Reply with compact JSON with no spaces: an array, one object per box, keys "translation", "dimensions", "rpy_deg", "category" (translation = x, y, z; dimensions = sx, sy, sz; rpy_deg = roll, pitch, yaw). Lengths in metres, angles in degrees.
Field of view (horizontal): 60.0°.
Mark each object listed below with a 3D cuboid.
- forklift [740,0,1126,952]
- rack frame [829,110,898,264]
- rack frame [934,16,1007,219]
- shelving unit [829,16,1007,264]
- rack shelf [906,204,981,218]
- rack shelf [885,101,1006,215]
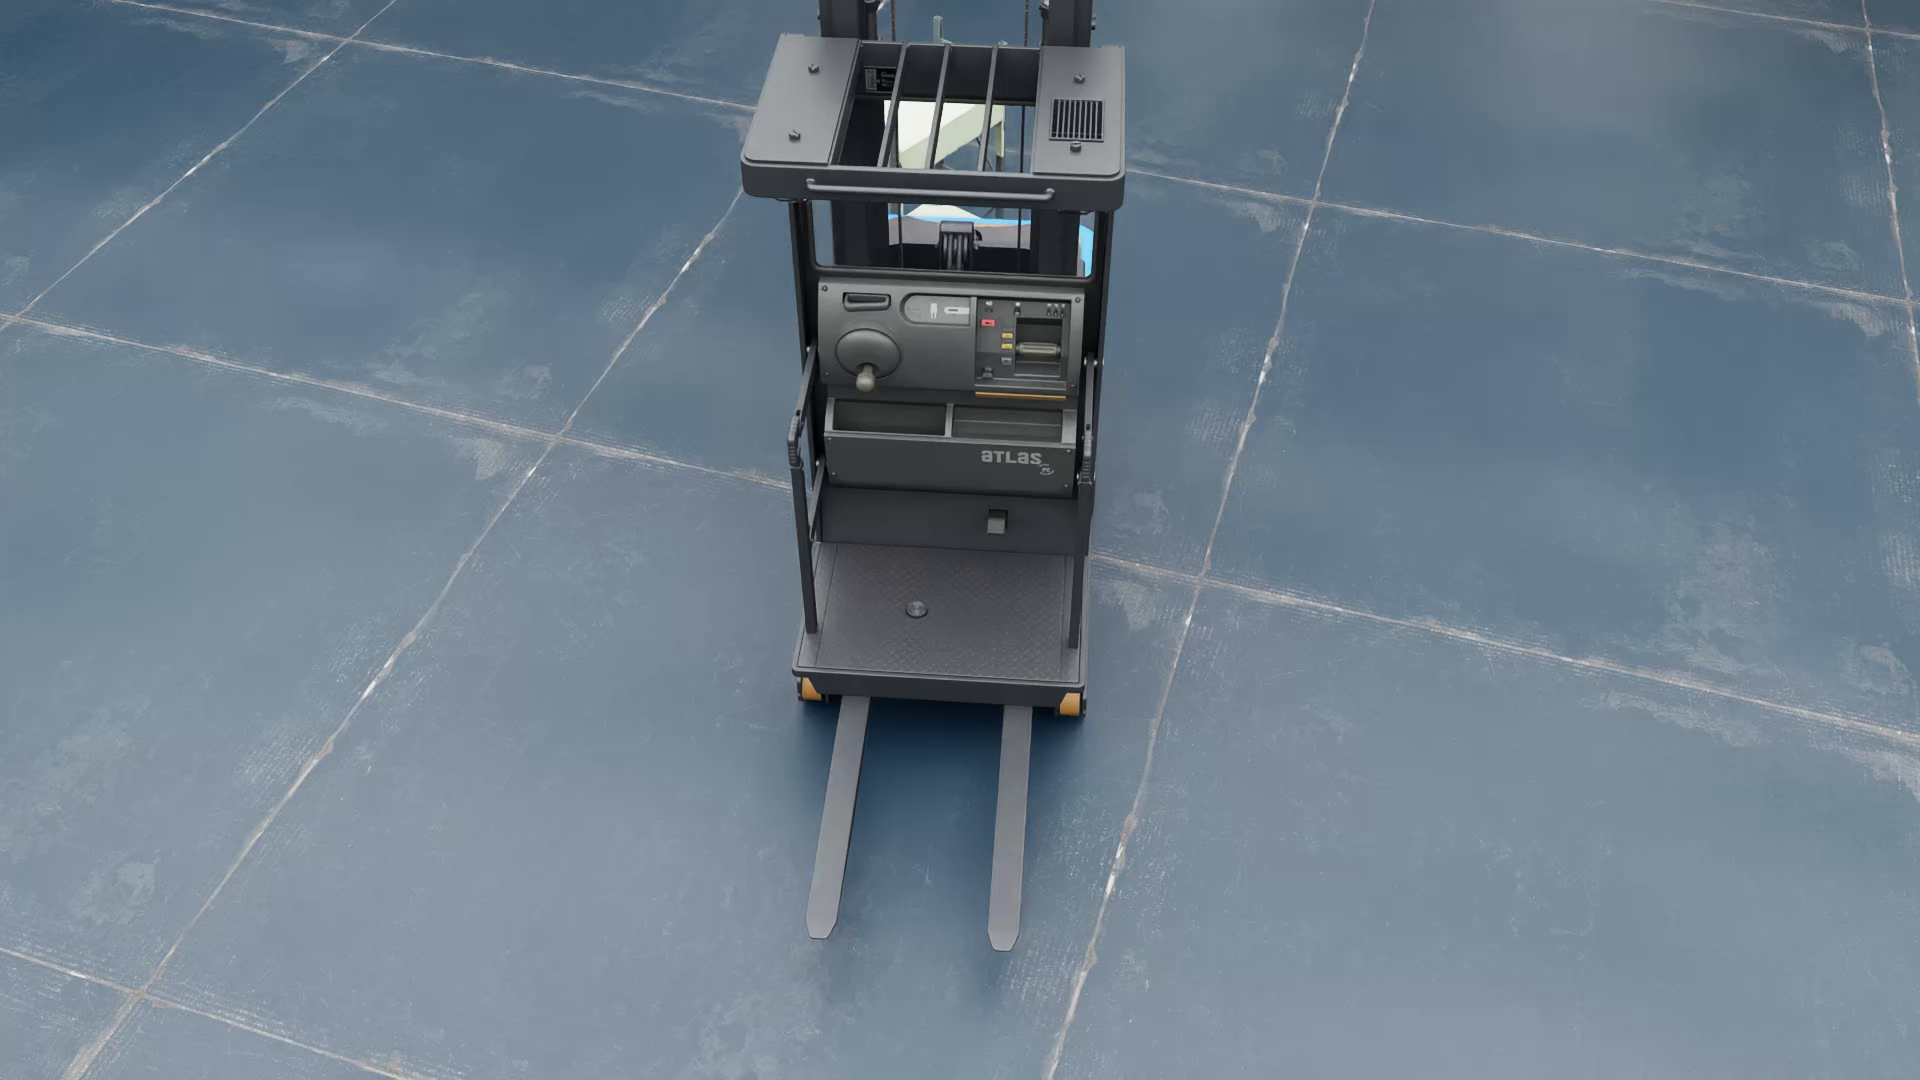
[{"translation":[-0.048,-0.614,5.680],"dimensions":[1.130,2.935,3.031],"rpy_deg":[3,44,3],"category":"forklift"},{"translation":[-0.418,-1.302,7.407],"dimensions":[0.400,1.500,0.023],"rpy_deg":[30,52,27],"category":"rack frame"},{"translation":[0.044,-1.699,7.813],"dimensions":[0.400,1.500,0.023],"rpy_deg":[30,52,27],"category":"rack frame"},{"translation":[-0.187,-1.500,7.610],"dimensions":[0.431,1.500,0.755],"rpy_deg":[30,52,27],"category":"shelving unit"},{"translation":[-0.187,-1.267,7.838],"dimensions":[0.431,0.370,0.720],"rpy_deg":[30,52,27],"category":"rack shelf"},{"translation":[-0.187,-1.779,7.337],"dimensions":[0.431,0.370,0.720],"rpy_deg":[30,52,27],"category":"rack shelf"}]
